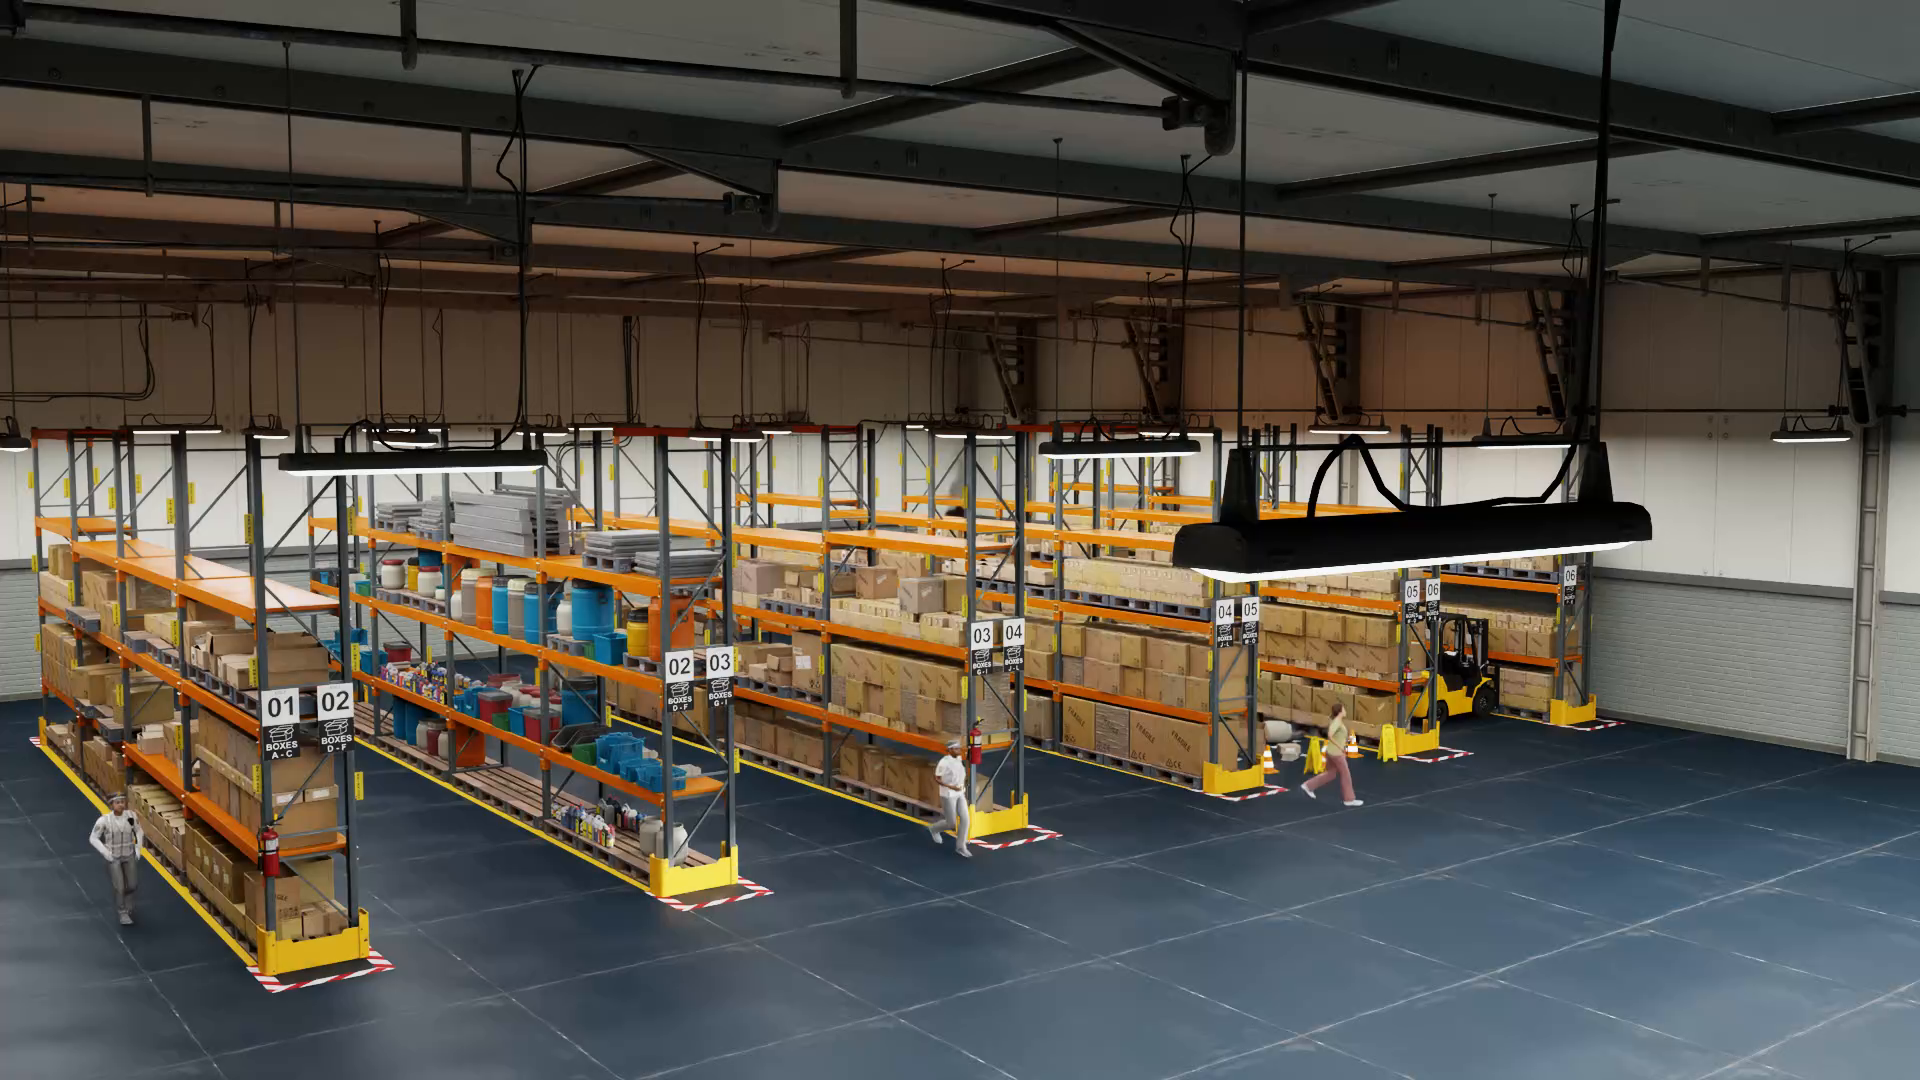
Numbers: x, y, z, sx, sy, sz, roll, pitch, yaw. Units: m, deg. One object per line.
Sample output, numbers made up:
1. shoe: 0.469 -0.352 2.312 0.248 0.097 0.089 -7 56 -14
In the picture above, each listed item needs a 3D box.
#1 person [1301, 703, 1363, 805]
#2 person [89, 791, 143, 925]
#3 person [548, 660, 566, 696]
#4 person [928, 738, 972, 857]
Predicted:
1. person: 5.943 3.409 26.458 0.974 1.644 0.580 0 4 0
2. person: -10.391 3.895 20.519 0.627 1.662 0.553 -4 6 -39
3. person: -8.390 2.766 34.446 0.551 1.678 0.948 -4 6 -42
4. person: -0.134 3.649 23.739 0.776 1.697 0.618 4 6 43
